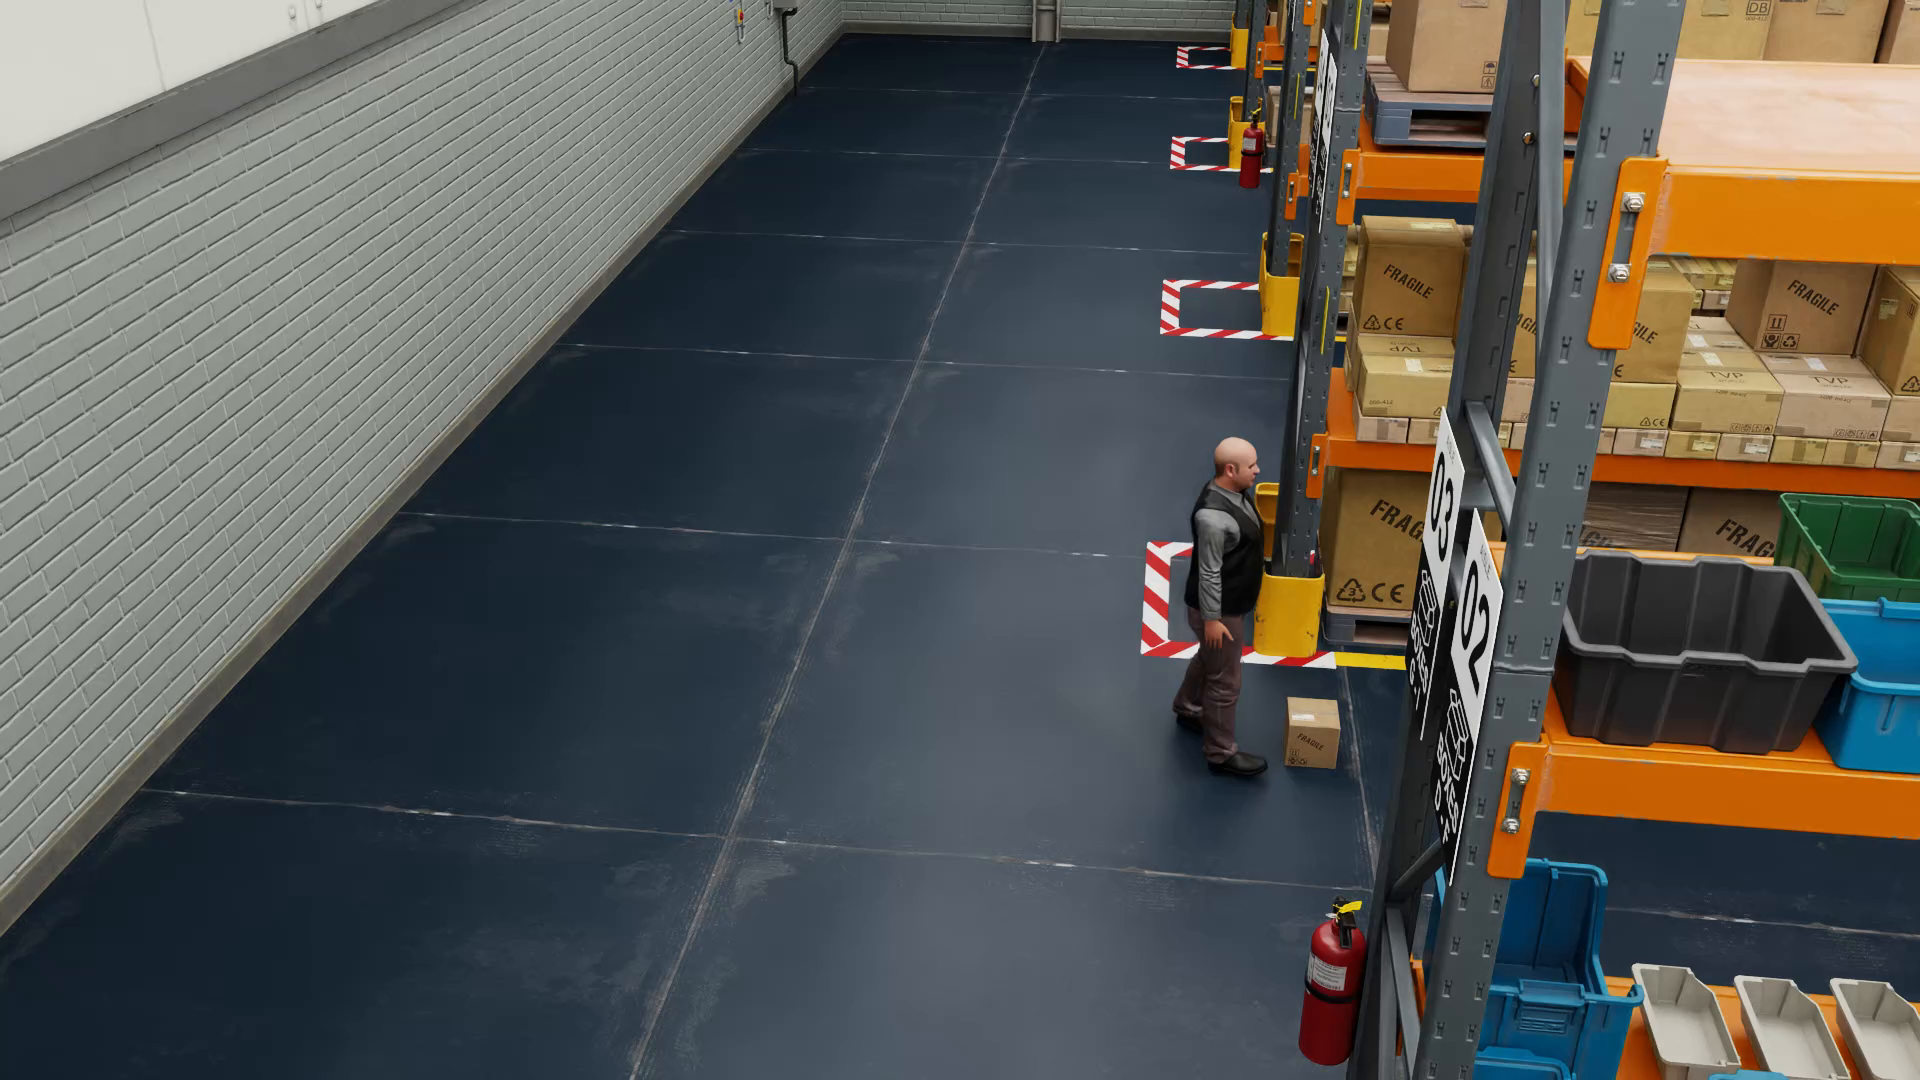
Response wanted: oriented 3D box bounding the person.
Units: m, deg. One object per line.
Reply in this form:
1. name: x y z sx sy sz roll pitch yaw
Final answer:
1. person: 1.309 0.314 8.055 0.550 1.725 0.562 9 29 16
